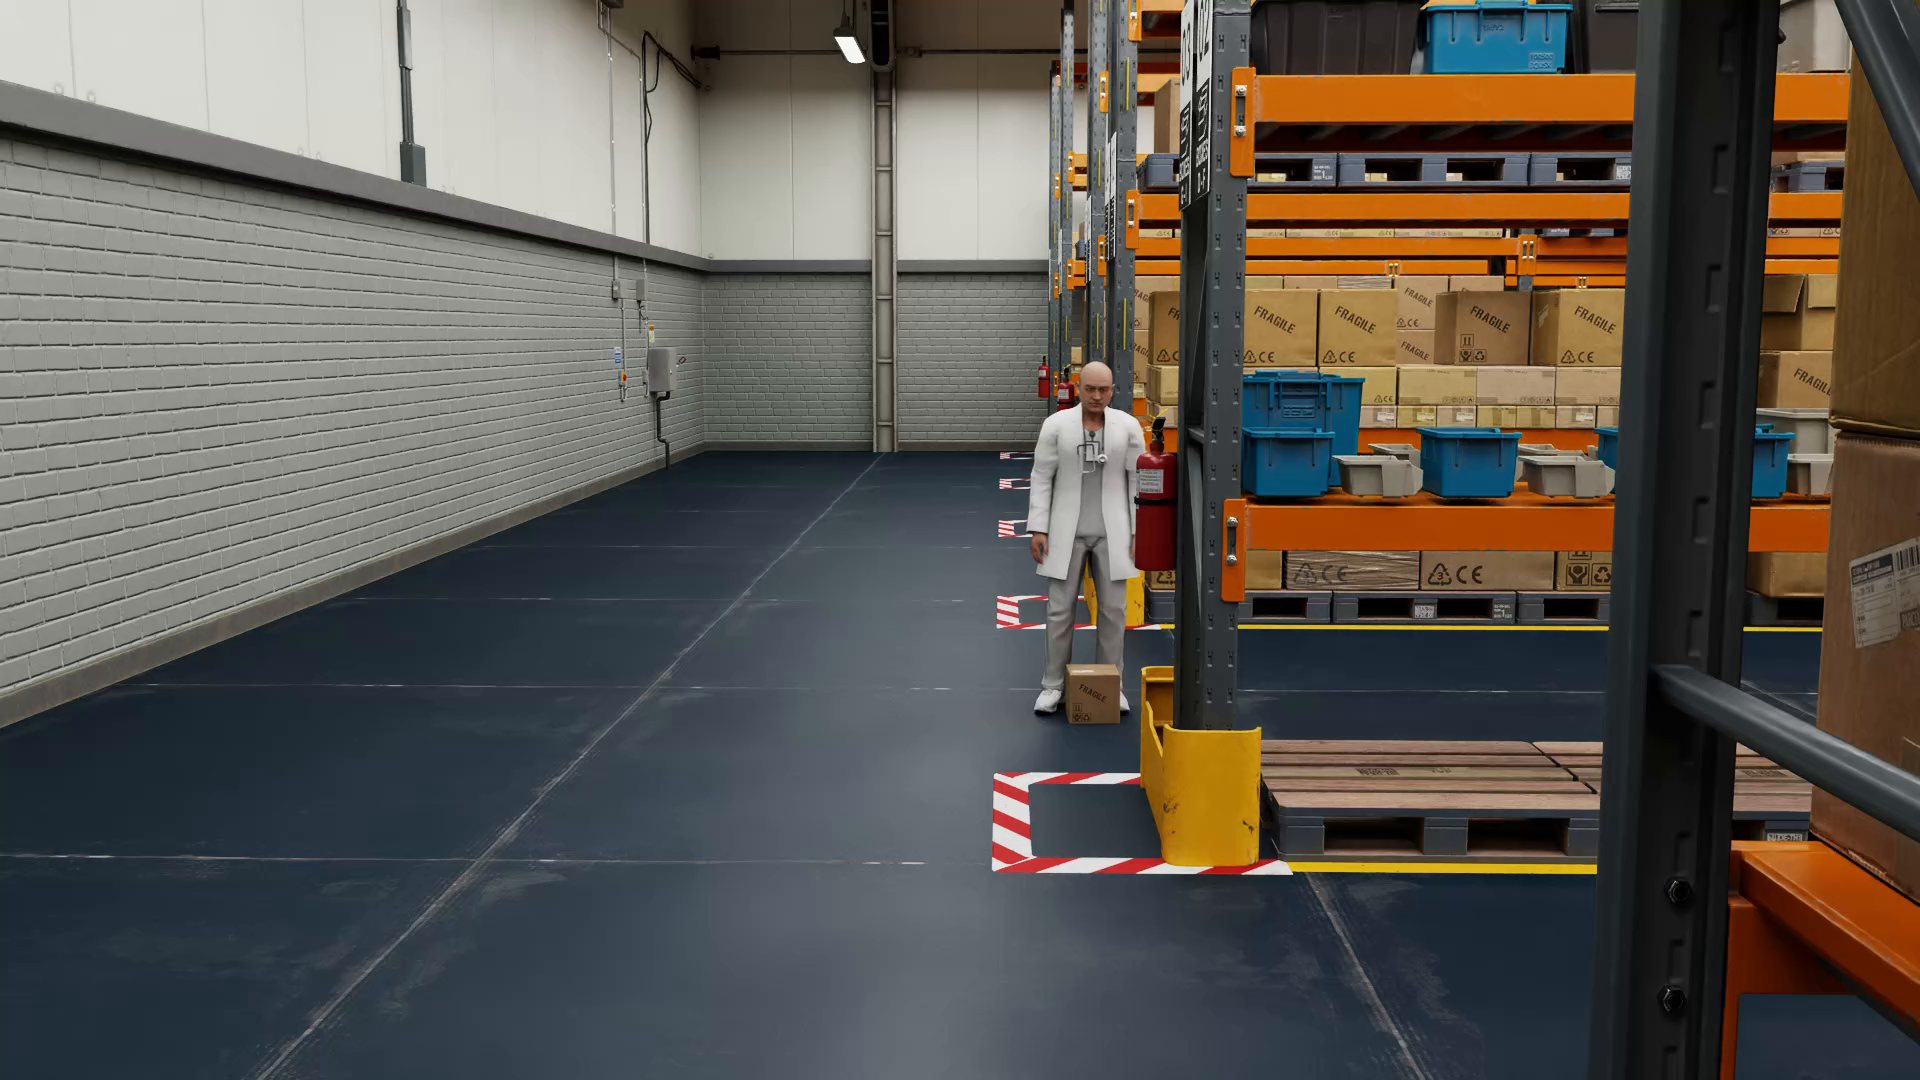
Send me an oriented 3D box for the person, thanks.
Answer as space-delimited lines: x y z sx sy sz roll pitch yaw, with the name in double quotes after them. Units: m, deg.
0.657 -0.018 8.471 0.640 1.773 0.426 0 7 1 "person"
